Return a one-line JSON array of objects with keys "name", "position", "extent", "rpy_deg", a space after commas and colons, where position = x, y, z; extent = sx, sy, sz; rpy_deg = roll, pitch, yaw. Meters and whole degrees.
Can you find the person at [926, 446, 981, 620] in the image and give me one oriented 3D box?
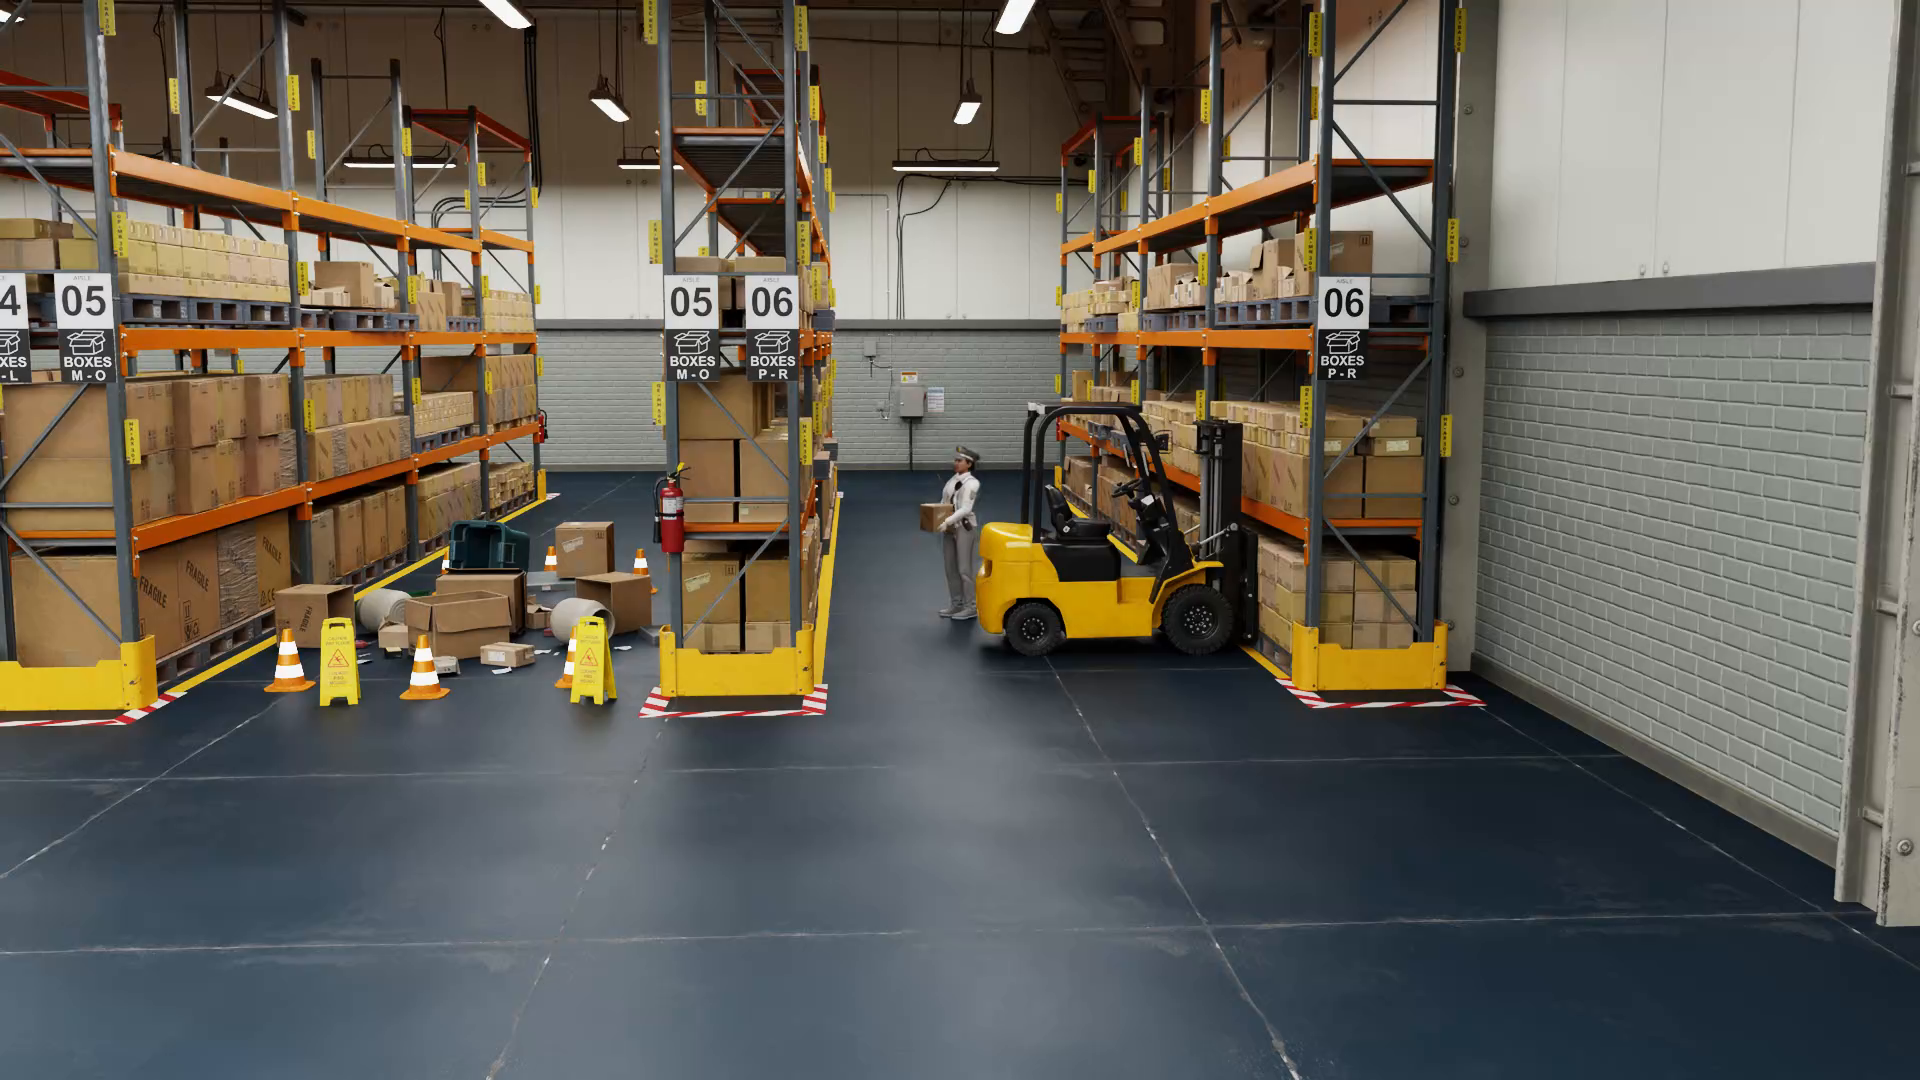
[{"name": "person", "position": [-0.065, -0.077, 16.246], "extent": [0.554, 1.693, 0.466], "rpy_deg": [-4, 8, -31]}]
